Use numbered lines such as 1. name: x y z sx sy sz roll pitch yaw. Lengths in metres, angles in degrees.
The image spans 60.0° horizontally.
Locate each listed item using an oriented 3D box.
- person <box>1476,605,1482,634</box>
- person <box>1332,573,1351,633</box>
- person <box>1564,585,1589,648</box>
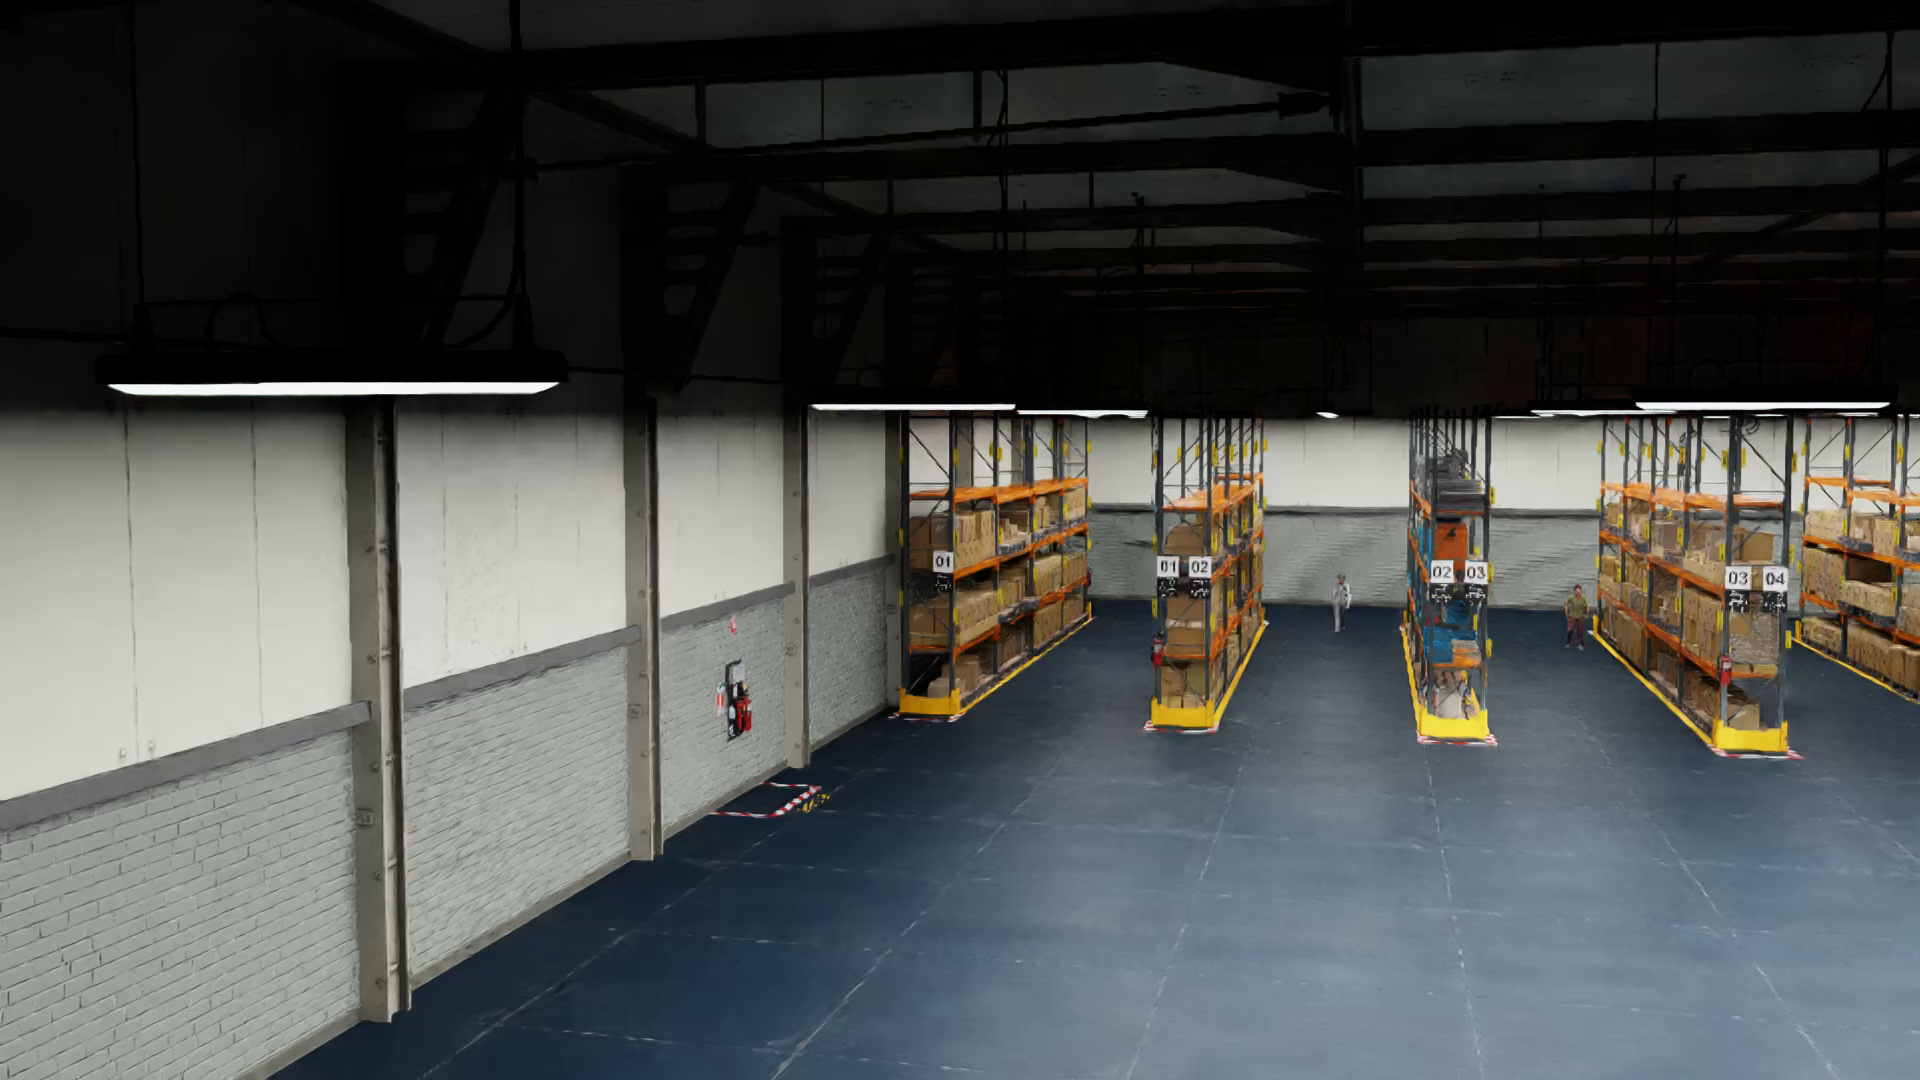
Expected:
1. person: 13.630 1.757 44.007 0.455 1.612 1.019 1 4 13
2. person: 10.317 1.684 44.967 0.488 1.590 1.089 1 4 11
3. person: 15.492 1.924 41.796 0.598 1.618 0.507 1 4 13
